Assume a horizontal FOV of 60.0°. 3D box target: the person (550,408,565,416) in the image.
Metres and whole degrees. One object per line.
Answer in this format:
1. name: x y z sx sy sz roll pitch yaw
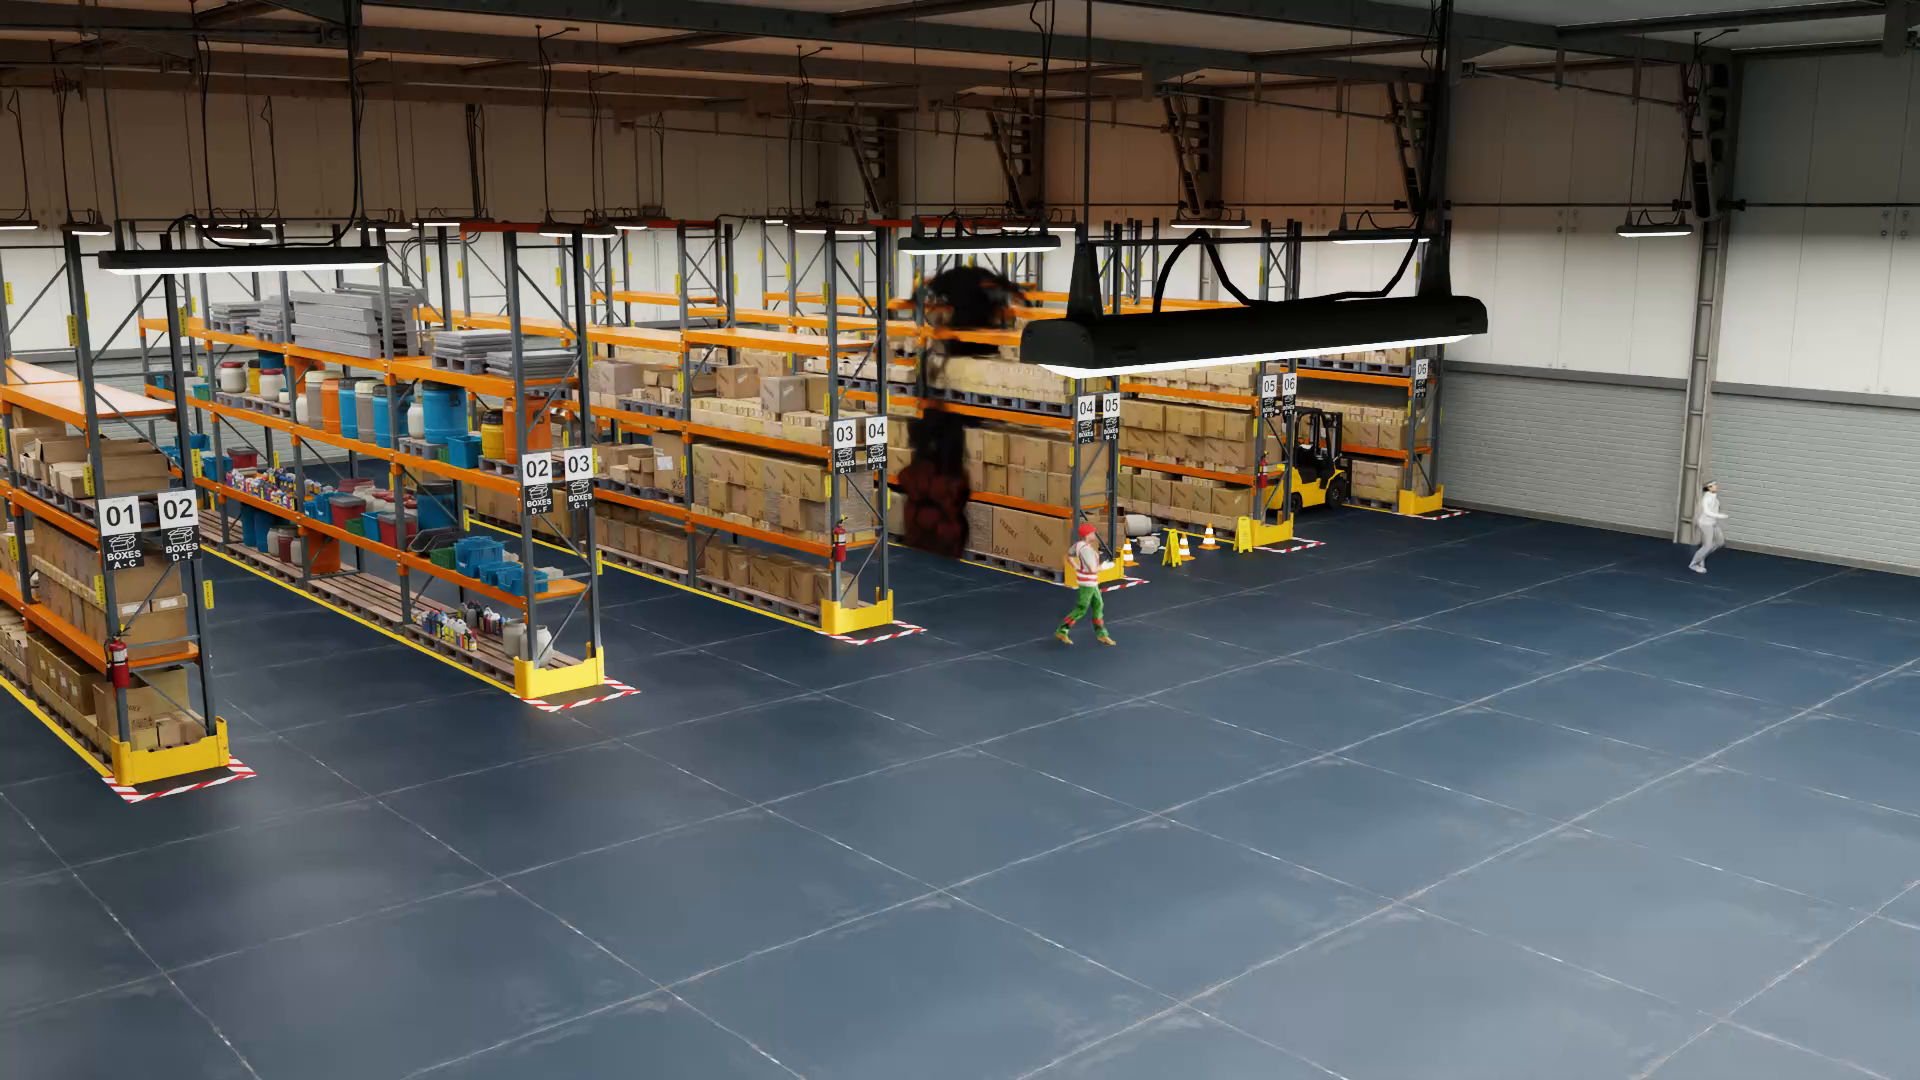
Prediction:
1. person: -9.656 -2.520 39.977 0.742 1.728 0.833 2 12 11

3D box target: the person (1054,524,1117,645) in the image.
1. person: 1.824 0.655 23.973 0.928 1.815 0.649 0 11 0

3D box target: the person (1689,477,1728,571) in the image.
1. person: 13.060 -0.272 28.946 0.562 1.669 0.671 7 13 30

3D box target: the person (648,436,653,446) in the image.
1. person: -7.739 -2.882 42.205 0.536 1.576 0.675 8 14 36
